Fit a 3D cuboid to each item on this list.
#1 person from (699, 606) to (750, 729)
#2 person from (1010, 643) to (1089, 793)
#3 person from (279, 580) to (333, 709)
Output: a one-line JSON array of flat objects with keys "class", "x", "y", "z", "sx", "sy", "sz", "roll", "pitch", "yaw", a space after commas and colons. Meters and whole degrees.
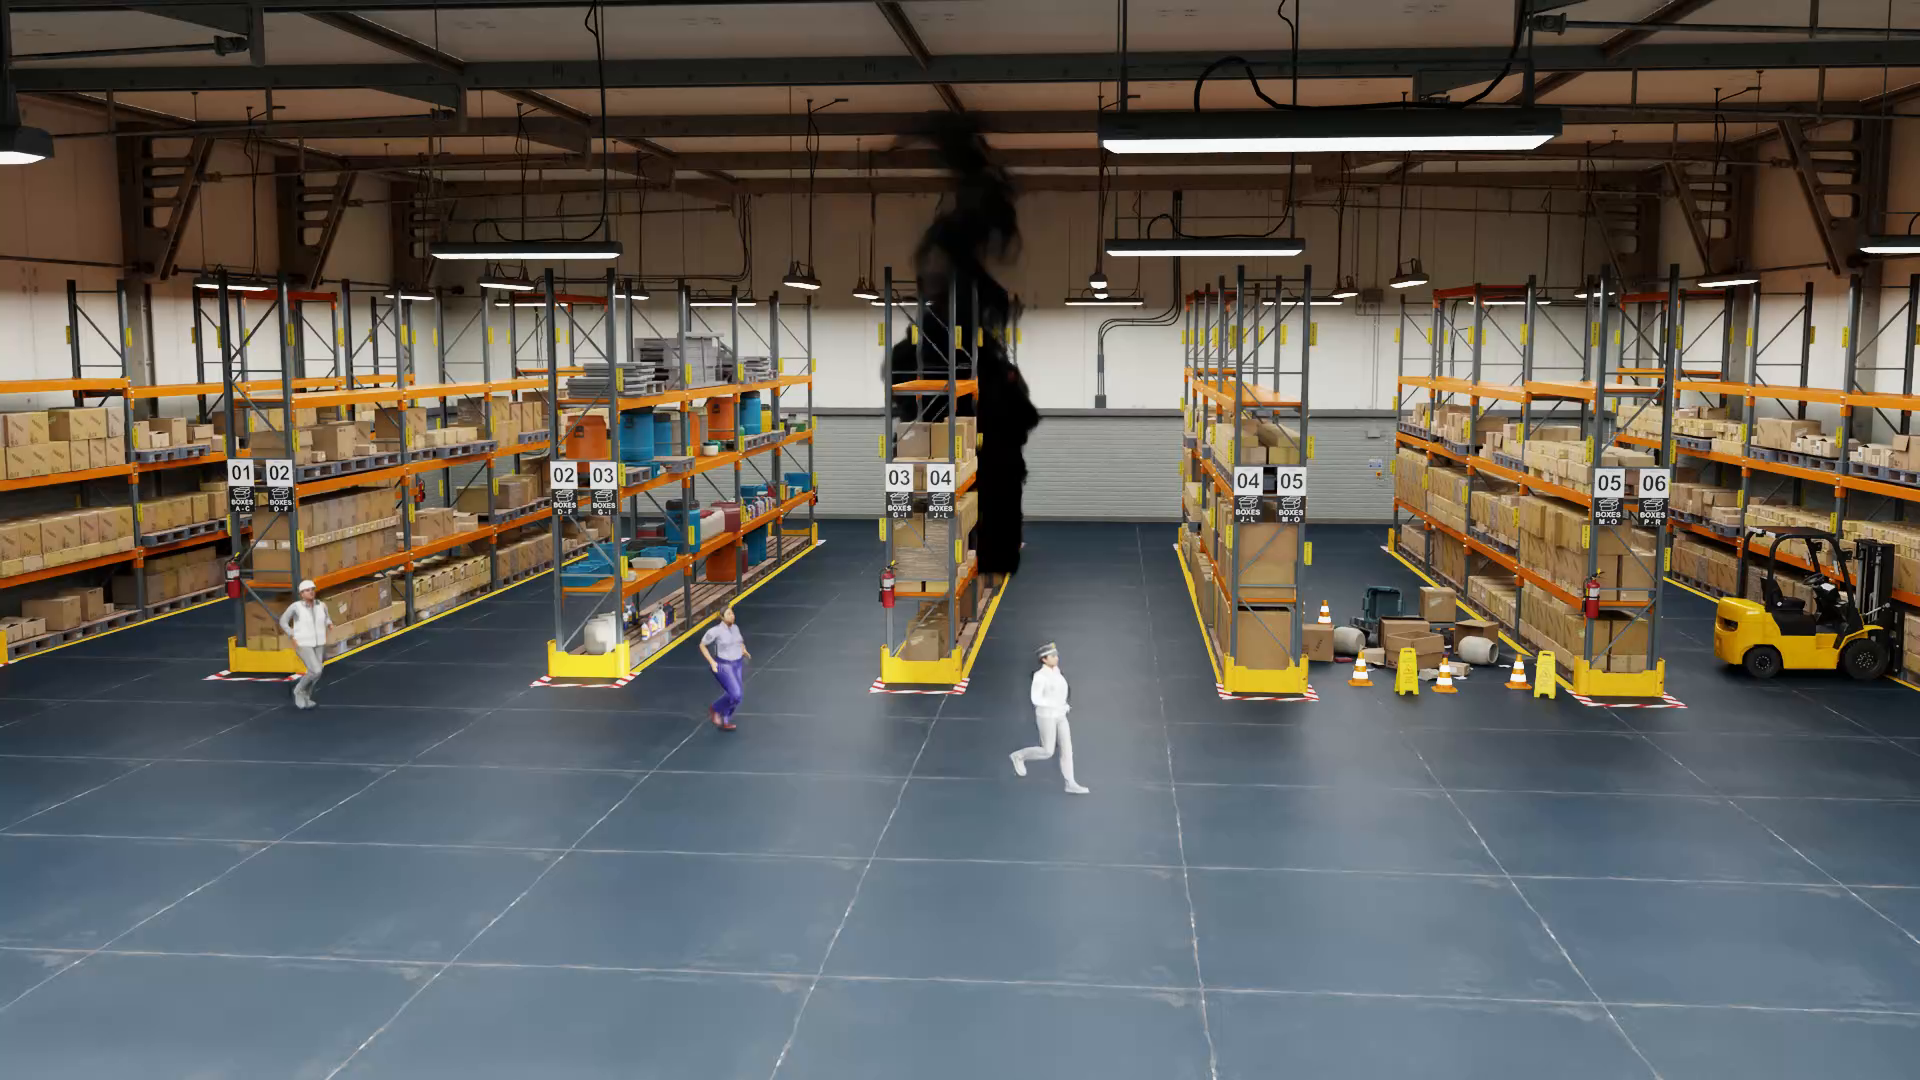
[{"class": "person", "x": -2.920, "y": 1.639, "z": 21.189, "sx": 0.559, "sy": 1.599, "sz": 0.604, "roll": 5, "pitch": 8, "yaw": 34}, {"class": "person", "x": 1.021, "y": 1.946, "z": 18.378, "sx": 0.949, "sy": 1.656, "sz": 0.630, "roll": 5, "pitch": 8, "yaw": 35}, {"class": "person", "x": -8.751, "y": 1.407, "z": 22.476, "sx": 0.645, "sy": 1.744, "sz": 0.639, "roll": 5, "pitch": 8, "yaw": 35}]
